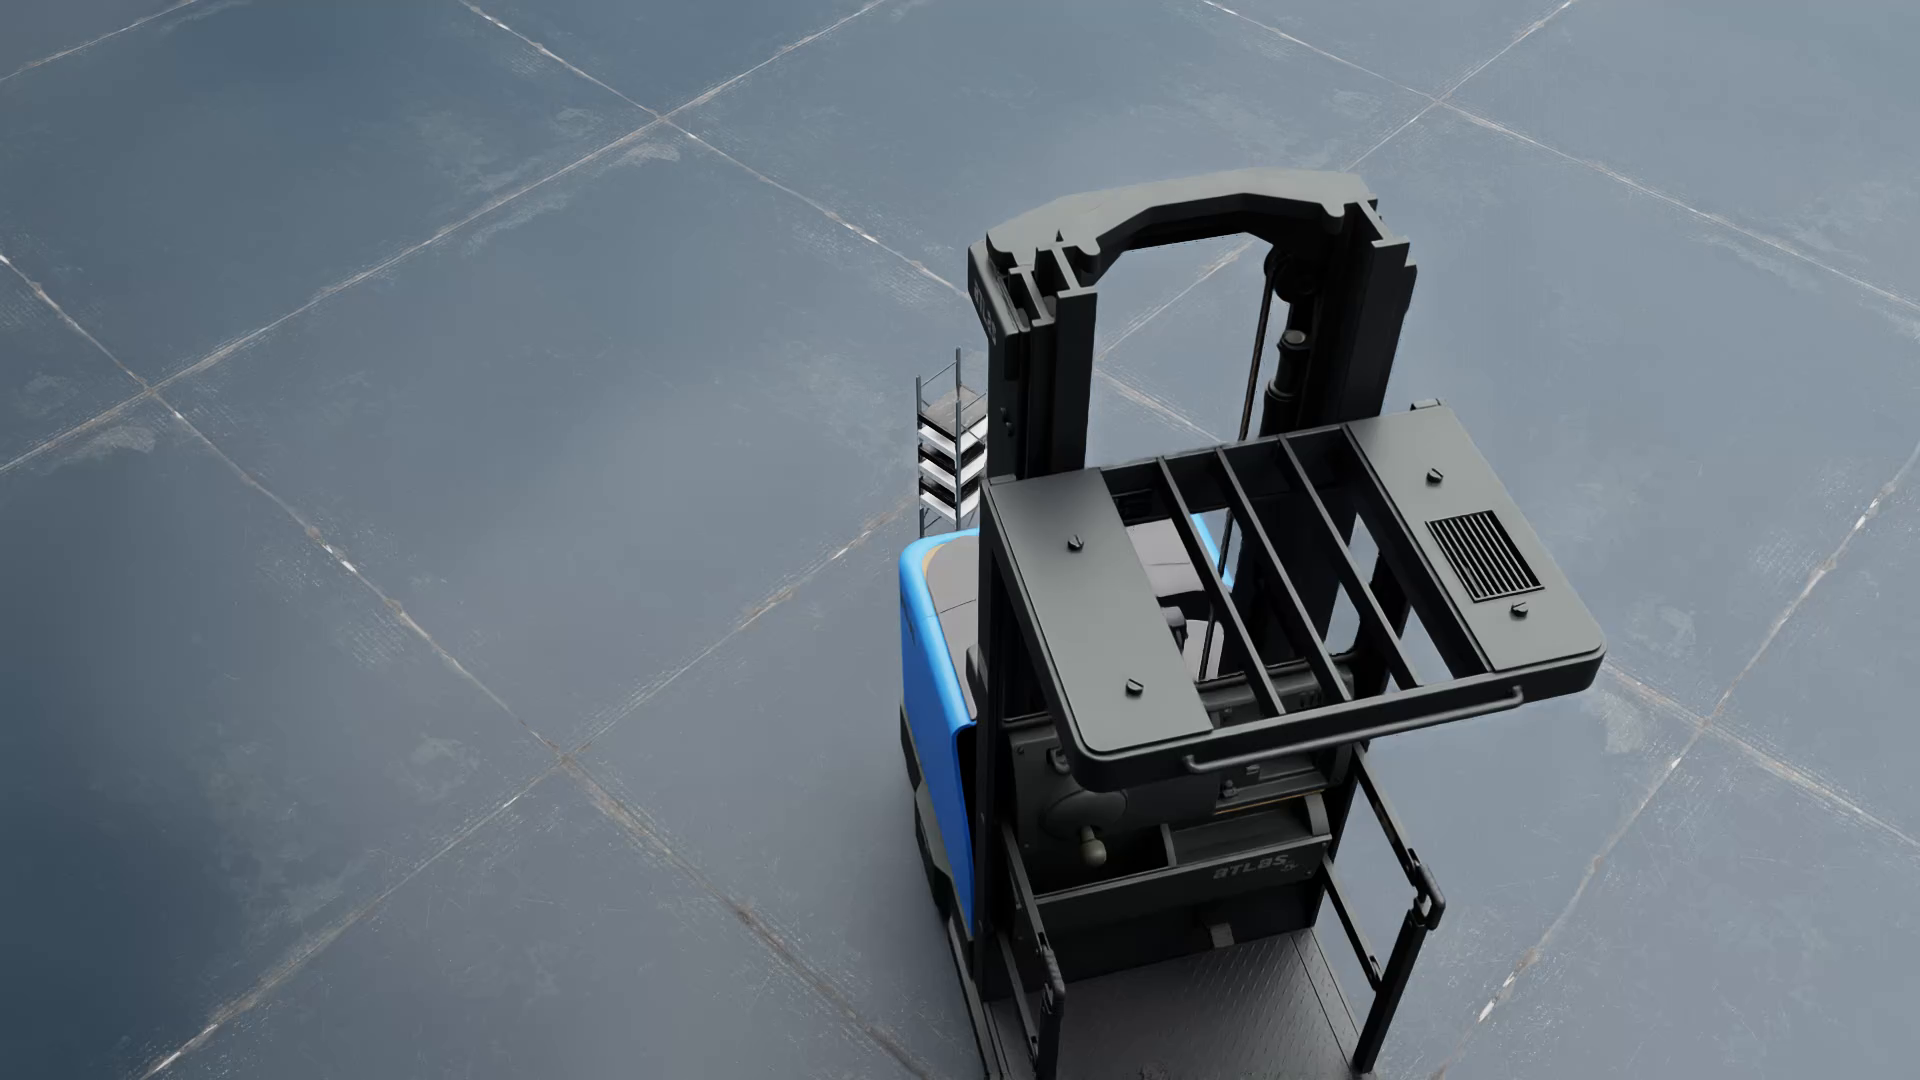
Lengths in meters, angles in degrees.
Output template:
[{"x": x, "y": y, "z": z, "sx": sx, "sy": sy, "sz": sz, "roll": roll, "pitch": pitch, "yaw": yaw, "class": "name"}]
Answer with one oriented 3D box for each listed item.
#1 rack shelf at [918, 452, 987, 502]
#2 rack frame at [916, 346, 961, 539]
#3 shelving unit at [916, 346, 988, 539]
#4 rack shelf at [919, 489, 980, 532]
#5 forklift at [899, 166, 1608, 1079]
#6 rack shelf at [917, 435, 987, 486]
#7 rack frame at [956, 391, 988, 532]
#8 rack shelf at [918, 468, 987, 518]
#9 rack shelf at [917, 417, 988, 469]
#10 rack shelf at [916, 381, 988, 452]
[{"x": -0.006, "y": -0.289, "z": 6.559, "sx": 0.200, "sy": 0.077, "sz": 0.258, "roll": 34, "pitch": 55, "yaw": 28, "class": "rack shelf"}, {"x": -0.081, "y": -0.362, "z": 6.581, "sx": 0.006, "sy": 0.900, "sz": 0.240, "roll": 34, "pitch": 55, "yaw": 28, "class": "rack frame"}, {"x": -0.006, "y": -0.312, "z": 6.534, "sx": 0.210, "sy": 0.900, "sz": 0.258, "roll": 34, "pitch": 55, "yaw": 28, "class": "shelving unit"}, {"x": -0.006, "y": -0.166, "z": 6.690, "sx": 0.200, "sy": 0.077, "sz": 0.258, "roll": 34, "pitch": 55, "yaw": 28, "class": "rack shelf"}, {"x": 0.642, "y": 0.693, "z": 4.197, "sx": 1.130, "sy": 2.935, "sz": 3.031, "roll": -10, "pitch": 48, "yaw": -10, "class": "forklift"}, {"x": -0.006, "y": -0.351, "z": 6.493, "sx": 0.200, "sy": 0.077, "sz": 0.258, "roll": 34, "pitch": 55, "yaw": 28, "class": "rack shelf"}, {"x": 0.069, "y": -0.262, "z": 6.487, "sx": 0.006, "sy": 0.900, "sz": 0.240, "roll": 34, "pitch": 55, "yaw": 28, "class": "rack frame"}, {"x": -0.006, "y": -0.228, "z": 6.624, "sx": 0.200, "sy": 0.077, "sz": 0.258, "roll": 34, "pitch": 55, "yaw": 28, "class": "rack shelf"}, {"x": -0.006, "y": -0.412, "z": 6.427, "sx": 0.200, "sy": 0.077, "sz": 0.258, "roll": 34, "pitch": 55, "yaw": 28, "class": "rack shelf"}, {"x": -0.006, "y": -0.474, "z": 6.362, "sx": 0.200, "sy": 0.077, "sz": 0.258, "roll": 34, "pitch": 55, "yaw": 28, "class": "rack shelf"}]
